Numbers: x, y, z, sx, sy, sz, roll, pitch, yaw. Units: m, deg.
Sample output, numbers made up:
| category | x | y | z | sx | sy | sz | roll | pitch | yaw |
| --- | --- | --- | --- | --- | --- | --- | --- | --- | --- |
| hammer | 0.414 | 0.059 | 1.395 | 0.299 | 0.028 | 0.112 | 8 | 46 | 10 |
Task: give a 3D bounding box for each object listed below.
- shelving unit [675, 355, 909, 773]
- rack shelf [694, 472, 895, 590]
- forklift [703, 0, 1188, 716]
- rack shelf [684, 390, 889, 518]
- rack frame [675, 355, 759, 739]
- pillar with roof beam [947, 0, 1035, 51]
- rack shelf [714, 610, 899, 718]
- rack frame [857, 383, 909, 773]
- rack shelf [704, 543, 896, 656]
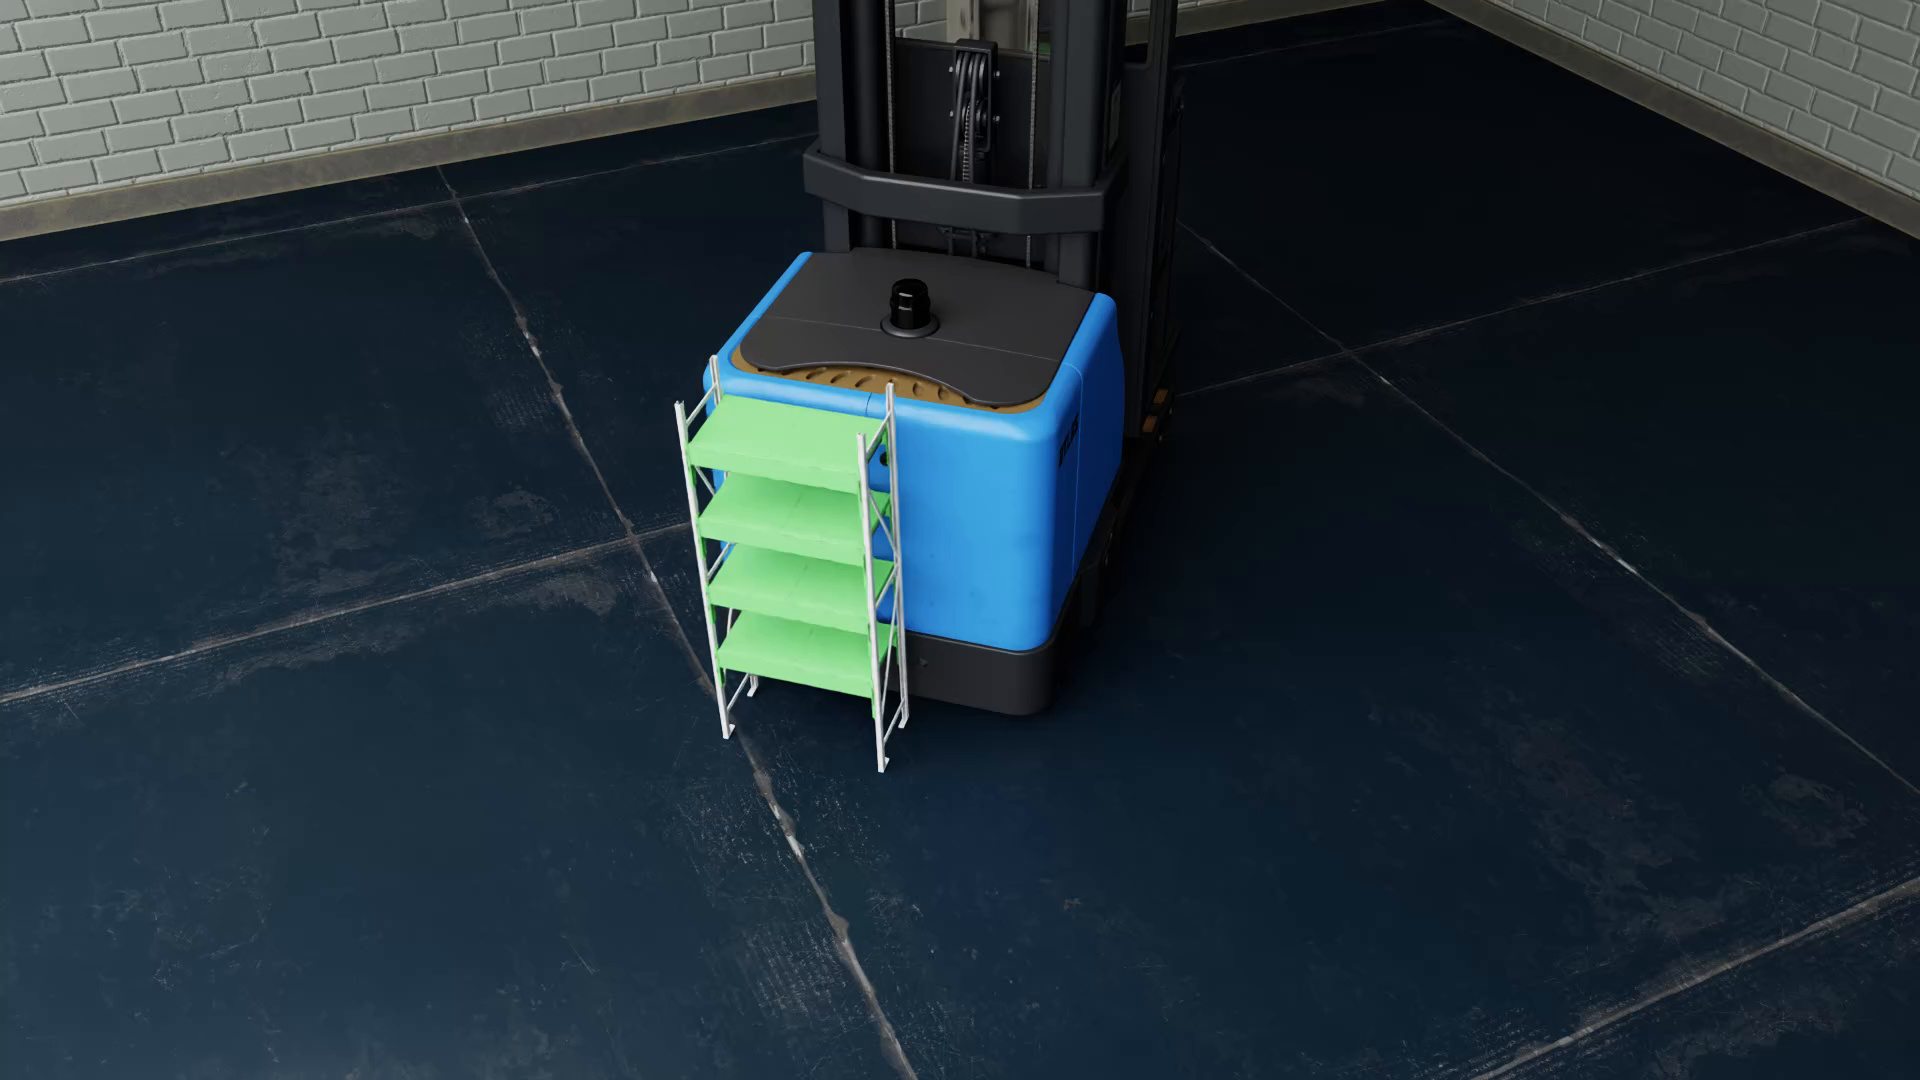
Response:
| category | x | y | z | sx | sy | sz | roll | pitch | yaw |
| --- | --- | --- | --- | --- | --- | --- | --- | --- | --- |
| shelving unit | -0.437 | 0.095 | 4.605 | 0.503 | 1.200 | 0.258 | 10 | 40 | 13 |
| rack shelf | -0.439 | -0.042 | 4.494 | 0.480 | 0.148 | 0.258 | 10 | 40 | 13 |
| forklift | 0.183 | -1.537 | 5.362 | 1.130 | 2.935 | 3.031 | 10 | 38 | 13 |
| rack shelf | -0.443 | -0.228 | 4.343 | 0.480 | 0.148 | 0.258 | 10 | 40 | 13 |
| rack frame | -0.670 | 0.053 | 4.662 | 0.015 | 1.200 | 0.240 | 10 | 40 | 13 |
| pillar with roof beam | 2.000 | -3.849 | 3.385 | 0.400 | 9.000 | 9.100 | -16 | 39 | -20 |
| rack shelf | -0.433 | 0.331 | 4.796 | 0.480 | 0.148 | 0.258 | 10 | 40 | 13 |
| rack frame | -0.203 | 0.137 | 4.548 | 0.015 | 1.200 | 0.240 | 10 | 40 | 13 |
| rack shelf | -0.436 | 0.145 | 4.645 | 0.480 | 0.148 | 0.258 | 10 | 40 | 13 |
